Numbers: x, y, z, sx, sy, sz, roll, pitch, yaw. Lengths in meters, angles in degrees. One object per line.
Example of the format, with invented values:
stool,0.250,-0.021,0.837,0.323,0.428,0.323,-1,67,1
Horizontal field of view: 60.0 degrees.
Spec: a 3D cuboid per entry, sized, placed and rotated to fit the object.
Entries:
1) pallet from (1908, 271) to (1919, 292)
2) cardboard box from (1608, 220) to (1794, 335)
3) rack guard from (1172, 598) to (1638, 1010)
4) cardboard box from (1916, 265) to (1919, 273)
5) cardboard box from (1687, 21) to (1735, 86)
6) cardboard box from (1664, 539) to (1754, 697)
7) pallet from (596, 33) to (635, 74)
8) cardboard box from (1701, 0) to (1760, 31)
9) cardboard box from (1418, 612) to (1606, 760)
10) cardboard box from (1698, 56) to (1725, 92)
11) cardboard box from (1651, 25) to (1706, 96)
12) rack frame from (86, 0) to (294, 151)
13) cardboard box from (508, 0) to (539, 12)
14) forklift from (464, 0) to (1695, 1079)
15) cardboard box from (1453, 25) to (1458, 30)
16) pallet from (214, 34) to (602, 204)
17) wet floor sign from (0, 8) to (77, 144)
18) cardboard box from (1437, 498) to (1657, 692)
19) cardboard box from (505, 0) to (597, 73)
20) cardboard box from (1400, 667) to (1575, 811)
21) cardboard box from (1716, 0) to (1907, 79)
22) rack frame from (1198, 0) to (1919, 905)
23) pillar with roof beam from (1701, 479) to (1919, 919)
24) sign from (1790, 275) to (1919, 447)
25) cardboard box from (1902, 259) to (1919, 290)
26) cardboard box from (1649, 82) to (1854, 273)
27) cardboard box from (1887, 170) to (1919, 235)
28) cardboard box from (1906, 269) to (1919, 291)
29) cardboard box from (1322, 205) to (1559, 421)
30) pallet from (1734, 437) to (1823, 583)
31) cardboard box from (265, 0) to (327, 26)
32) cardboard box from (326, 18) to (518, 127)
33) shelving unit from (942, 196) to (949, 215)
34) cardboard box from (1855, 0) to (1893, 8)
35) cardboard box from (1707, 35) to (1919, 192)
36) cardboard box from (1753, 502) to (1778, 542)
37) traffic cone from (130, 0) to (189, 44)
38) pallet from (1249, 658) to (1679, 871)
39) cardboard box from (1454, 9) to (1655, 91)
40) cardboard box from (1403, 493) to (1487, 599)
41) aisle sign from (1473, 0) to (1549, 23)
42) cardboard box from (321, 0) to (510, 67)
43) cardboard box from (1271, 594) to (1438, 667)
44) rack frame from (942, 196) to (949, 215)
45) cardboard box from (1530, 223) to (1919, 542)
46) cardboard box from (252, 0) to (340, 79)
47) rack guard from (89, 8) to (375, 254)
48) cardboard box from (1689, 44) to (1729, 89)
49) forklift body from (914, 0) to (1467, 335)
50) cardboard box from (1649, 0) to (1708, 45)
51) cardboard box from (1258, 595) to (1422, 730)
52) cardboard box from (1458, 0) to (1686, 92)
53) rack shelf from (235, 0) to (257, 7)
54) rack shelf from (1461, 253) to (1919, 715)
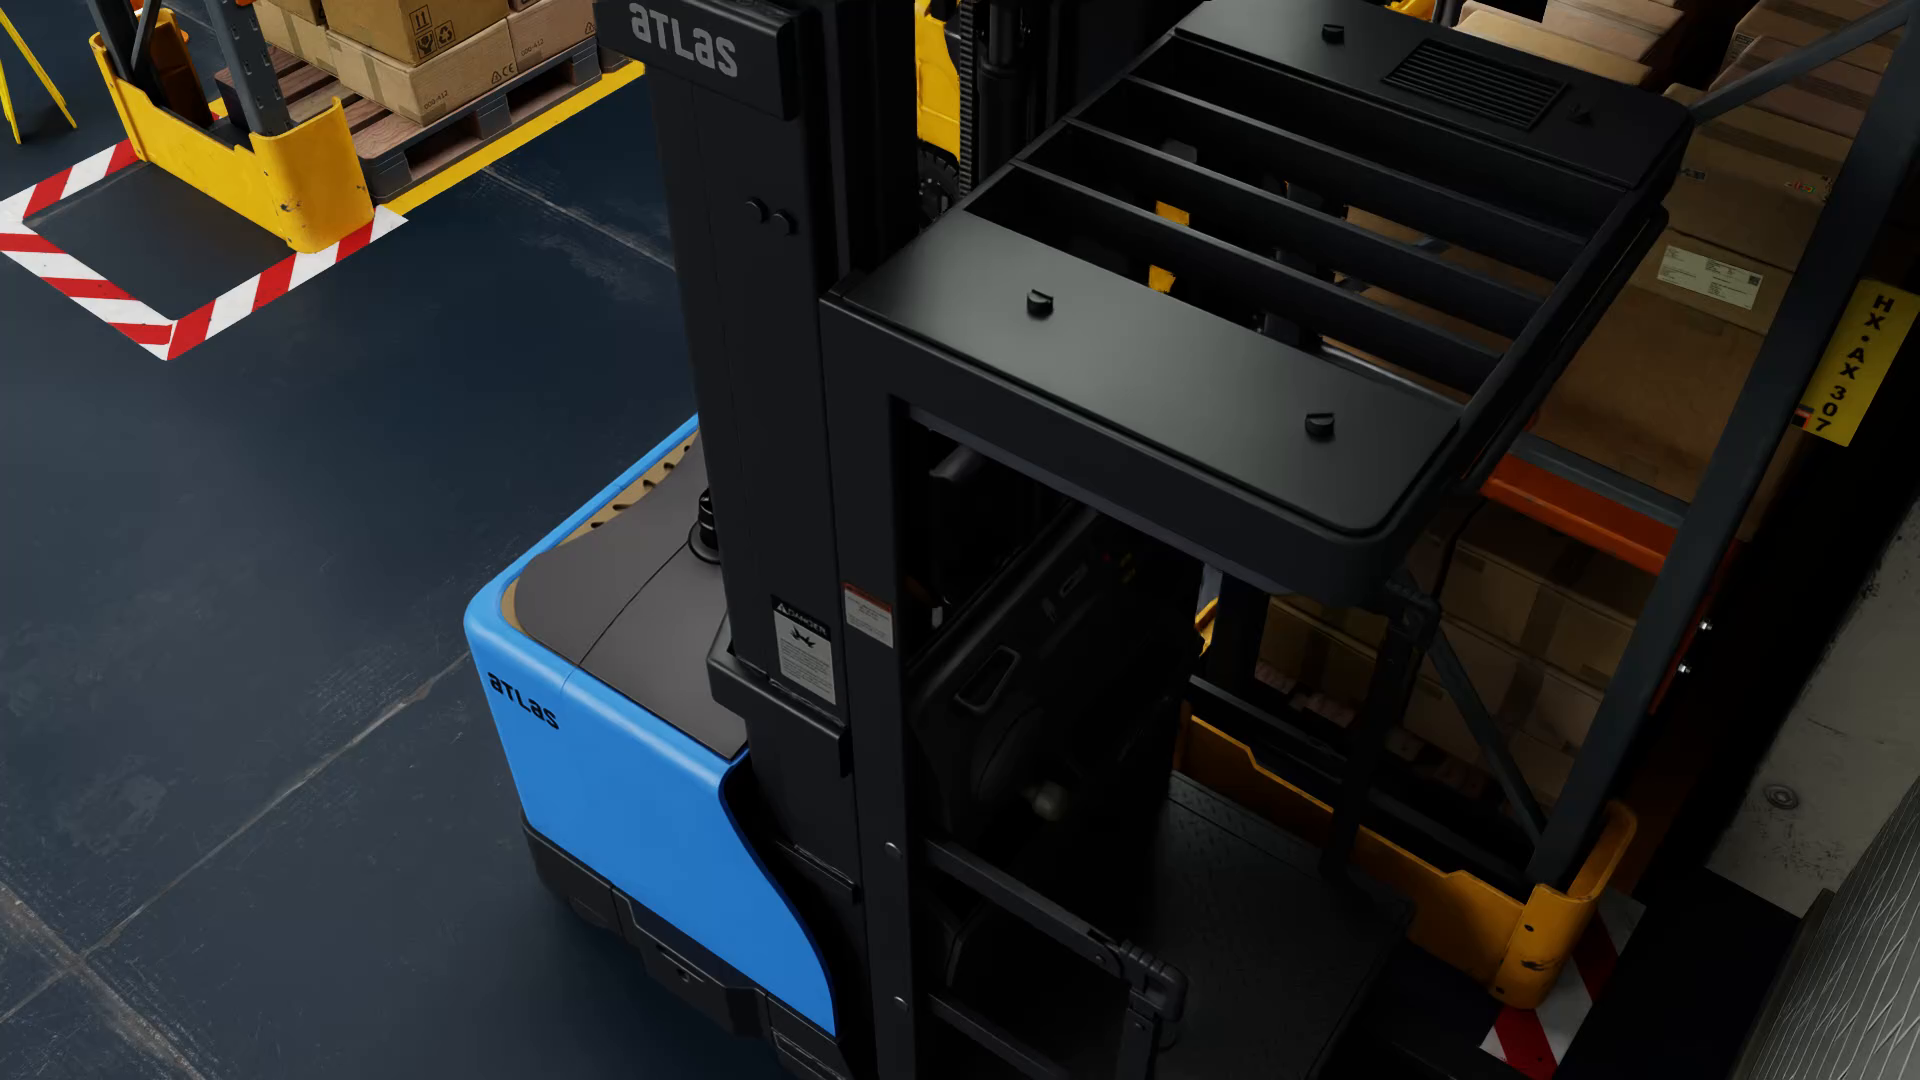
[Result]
pallet,3.000,-1.109,6.163,1.003,0.211,1.213,29,53,25
cardboard box,1.487,-0.557,3.190,0.380,0.149,0.250,28,52,24
rack guard,1.059,0.658,4.276,1.175,0.500,0.348,29,53,25
cardboard box,3.085,-1.204,5.592,0.500,0.250,0.500,30,53,26
cardboard box,1.565,-1.218,3.821,0.380,0.149,0.250,29,53,25
cardboard box,1.859,0.114,4.678,0.500,0.250,0.500,30,53,25
pallet,-1.539,-2.636,7.622,1.003,0.211,1.213,29,53,25
cardboard box,1.602,-1.305,3.699,0.380,0.149,0.250,30,53,25
cardboard box,1.526,0.235,4.216,0.500,0.250,0.500,30,53,26
cardboard box,1.748,-0.869,3.488,0.380,0.149,0.250,28,53,24
cardboard box,1.404,-1.081,3.691,0.380,0.149,0.250,30,53,26
rack frame,-2.856,-2.412,5.479,1.000,3.000,0.127,29,53,25
cardboard box,-1.814,-2.520,6.676,0.500,0.500,0.500,27,52,24
forklift,0.386,0.213,3.019,3.031,2.935,1.130,27,52,24
cardboard box,1.197,-0.960,3.575,0.380,0.149,0.250,30,53,26
pallet,-2.285,-1.941,6.958,1.003,0.211,1.213,29,53,25
wet floor sign,-3.819,-1.963,6.679,0.232,0.644,0.267,-25,51,-22
cardboard box,1.518,0.049,4.049,0.500,0.250,0.500,28,53,24
cardboard box,-1.826,-2.235,6.922,0.500,0.250,0.500,31,54,26
cardboard box,1.529,0.391,4.414,0.500,0.250,0.500,29,53,25
cardboard box,1.785,-0.971,3.379,0.380,0.149,0.250,30,53,26
rack frame,1.074,-0.219,3.385,1.000,3.000,0.127,29,53,25
pillar with roof beam,-1.194,-4.195,3.034,9.100,9.000,0.400,29,53,25
sign,1.510,-0.297,2.806,0.100,0.325,0.005,29,53,25
cardboard box,2.772,-0.917,5.317,0.500,0.250,0.500,29,53,25
cardboard box,1.448,-0.679,3.100,0.380,0.149,0.250,28,53,24
cardboard box,1.898,-0.723,3.797,0.500,0.500,0.500,31,54,26
cardboard box,3.080,-1.043,5.783,0.500,0.250,0.500,29,53,25
cardboard box,1.167,-0.652,3.729,0.500,0.500,0.500,28,52,24
pallet,2.255,-0.407,5.493,1.003,0.211,1.213,29,53,25
cardboard box,-2.573,-2.440,6.599,0.500,0.500,0.500,30,53,25
cardboard box,-2.144,-1.946,6.646,0.500,0.250,0.500,29,53,25
shelving unit,-0.009,-0.406,4.808,0.258,1.200,0.189,29,53,25
cardboard box,1.948,-1.106,3.508,0.380,0.149,0.250,29,53,25
cardboard box,1.661,-0.803,3.219,0.380,0.149,0.250,31,54,26
cardboard box,2.160,-0.182,4.960,0.500,0.250,0.500,29,53,25
traffic cone,-3.614,-2.352,7.177,0.336,0.463,0.334,29,53,25
pallet,1.508,0.288,4.829,1.003,0.211,1.213,29,53,25
cardboard box,1.126,-0.879,3.292,0.380,0.149,0.250,29,53,25
cardboard box,1.109,-0.161,4.249,0.500,0.250,0.500,31,54,26
aisle sign,0.801,-1.210,2.533,0.394,0.787,0.004,29,53,25
cardboard box,-2.130,-2.219,6.388,0.500,0.500,0.500,28,52,24
cardboard box,1.124,-0.004,4.445,0.500,0.250,0.500,29,53,25
rack frame,0.047,-0.459,4.858,0.240,1.200,0.006,29,53,25
cardboard box,1.597,-0.415,3.503,0.500,0.500,0.500,31,54,26
cardboard box,-2.560,-2.202,6.890,0.500,0.250,0.500,29,53,25
rack guard,-2.810,-1.592,6.425,1.175,0.500,0.348,29,53,25
cardboard box,1.492,-0.944,4.009,0.500,0.500,0.500,31,54,26
forklift body,0.790,-1.818,5.499,2.313,2.155,1.214,29,53,25
cardboard box,1.391,-1.195,3.594,0.380,0.149,0.250,30,53,26
cardboard box,1.111,0.177,4.618,0.500,0.250,0.500,30,53,25
cardboard box,1.252,-1.034,3.440,0.380,0.149,0.250,29,53,25
rack shelf,-1.633,-3.308,6.833,1.077,0.370,4.000,29,53,25
rack shelf,2.297,-1.115,4.739,1.077,0.370,4.000,29,53,25
